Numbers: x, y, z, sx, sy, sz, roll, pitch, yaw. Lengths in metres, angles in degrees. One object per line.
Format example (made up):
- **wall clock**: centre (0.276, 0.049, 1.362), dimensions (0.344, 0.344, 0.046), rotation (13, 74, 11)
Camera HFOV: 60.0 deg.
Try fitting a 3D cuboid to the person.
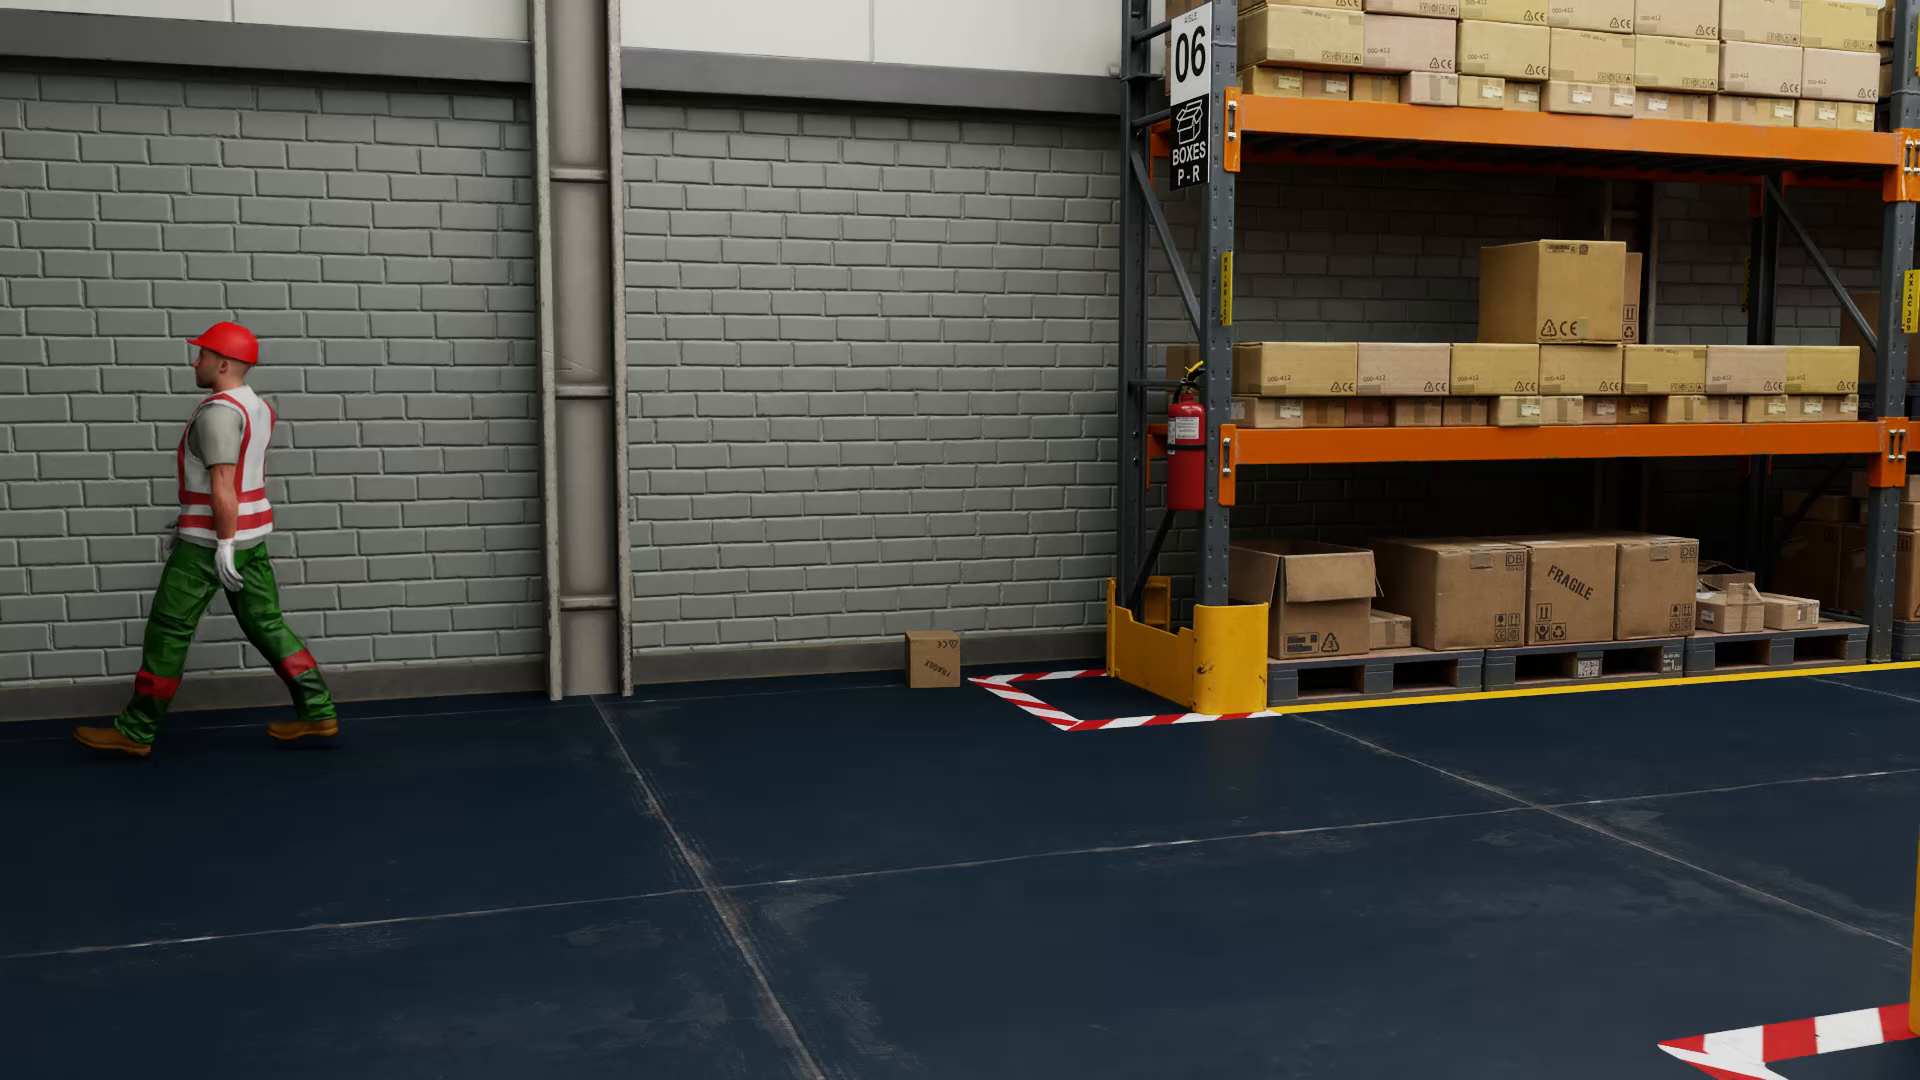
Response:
- **person**: centre (-3.082, -0.010, 6.782), dimensions (0.978, 1.746, 0.538), rotation (0, 6, 2)
